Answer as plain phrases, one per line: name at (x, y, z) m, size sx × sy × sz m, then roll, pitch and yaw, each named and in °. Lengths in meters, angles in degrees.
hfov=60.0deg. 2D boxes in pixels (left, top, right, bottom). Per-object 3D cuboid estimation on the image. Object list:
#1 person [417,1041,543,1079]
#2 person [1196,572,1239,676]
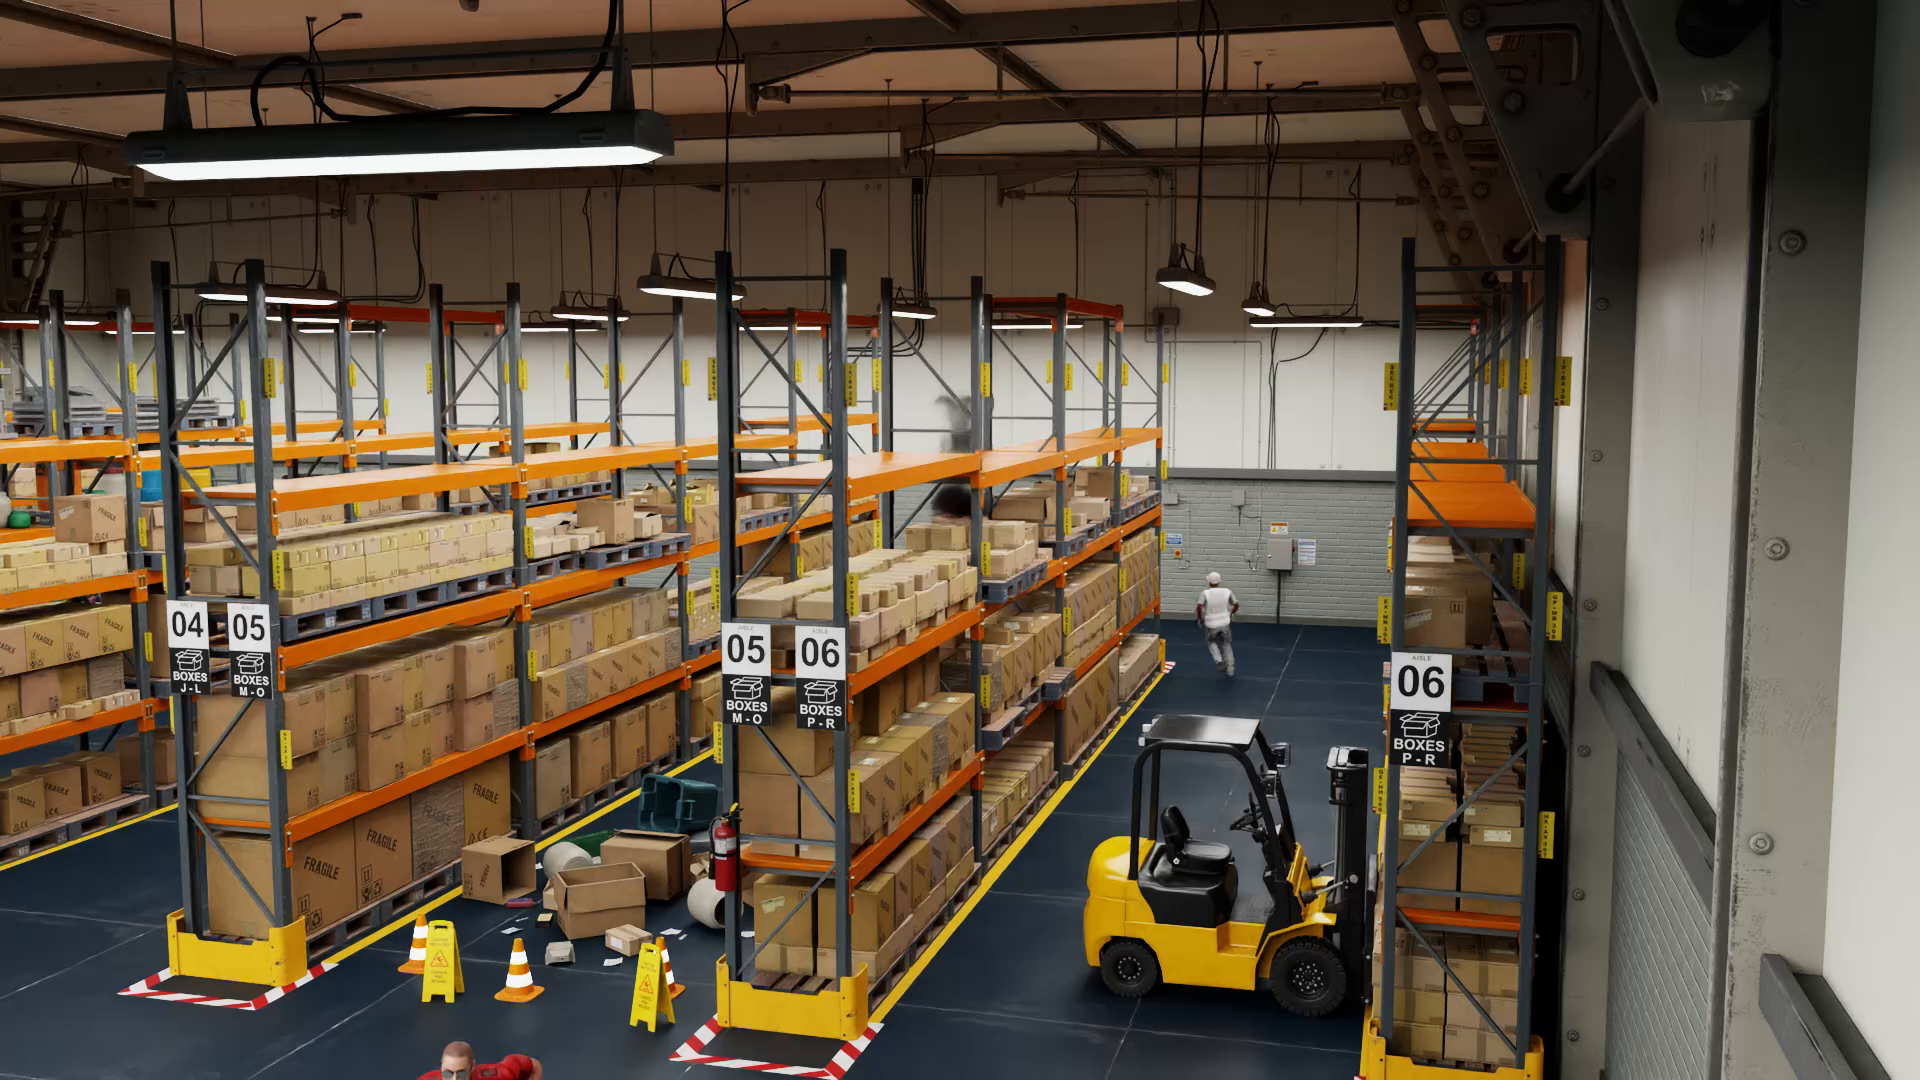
person at (-2.635, 3.430, 9.142) m, size 0.707 × 1.695 × 1.017 m, roll 0°, pitch 6°, yaw -4°
person at (4.252, 1.379, 27.681) m, size 0.742 × 1.720 × 0.546 m, roll 0°, pitch 6°, yaw -4°
